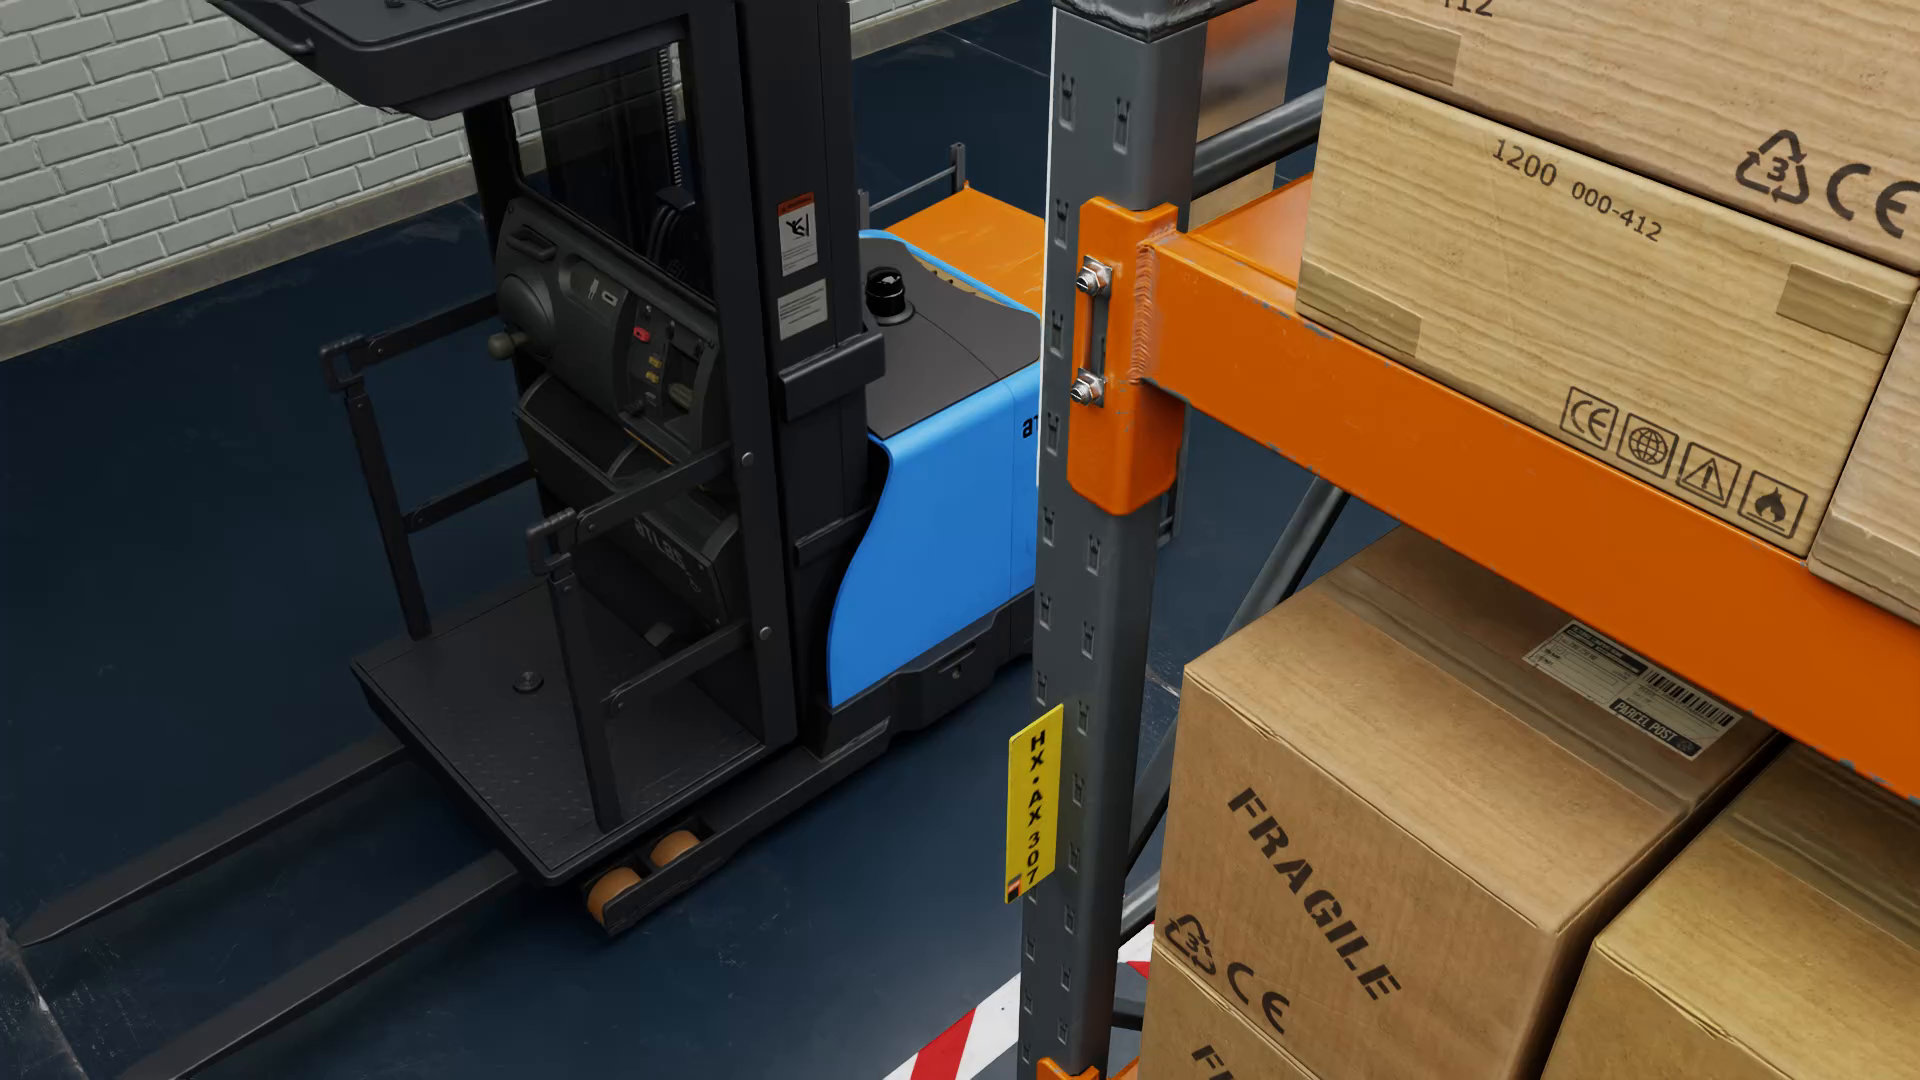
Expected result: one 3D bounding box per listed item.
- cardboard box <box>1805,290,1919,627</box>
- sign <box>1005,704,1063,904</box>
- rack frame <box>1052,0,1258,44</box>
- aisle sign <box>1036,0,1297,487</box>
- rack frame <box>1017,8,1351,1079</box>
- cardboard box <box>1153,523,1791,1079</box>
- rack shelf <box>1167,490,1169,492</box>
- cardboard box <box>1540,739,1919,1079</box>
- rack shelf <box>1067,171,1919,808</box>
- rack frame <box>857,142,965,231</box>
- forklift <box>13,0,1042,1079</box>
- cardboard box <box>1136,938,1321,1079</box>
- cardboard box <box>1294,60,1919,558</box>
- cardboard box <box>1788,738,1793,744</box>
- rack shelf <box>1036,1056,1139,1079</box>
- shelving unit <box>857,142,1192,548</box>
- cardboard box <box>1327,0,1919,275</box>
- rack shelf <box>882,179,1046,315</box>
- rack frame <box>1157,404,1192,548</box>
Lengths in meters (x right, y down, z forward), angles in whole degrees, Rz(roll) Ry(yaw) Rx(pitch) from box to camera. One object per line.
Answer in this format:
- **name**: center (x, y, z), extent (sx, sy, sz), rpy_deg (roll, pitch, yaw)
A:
- **cardboard box**: center (0.989, -0.062, 1.172), extent (0.500, 0.250, 0.500), rpy_deg (-30, 48, -32)
- **sign**: center (0.101, 0.358, 2.231), extent (0.100, 0.325, 0.005), rpy_deg (-30, 48, -32)
- **rack frame**: center (0.500, -1.870, 0.904), extent (1.000, 3.000, 0.127), rpy_deg (-30, 48, -32)
- **aisle sign**: center (0.238, -0.454, 1.856), extent (0.394, 0.787, 0.004), rpy_deg (-30, 48, -32)
- **rack frame**: center (0.500, 0.464, 2.788), extent (1.000, 3.000, 0.127), rpy_deg (-30, 48, -32)
- **cardboard box**: center (0.606, 0.353, 2.050), extent (0.500, 0.500, 0.500), rpy_deg (-28, 47, -31)
- **rack shelf**: center (0.208, -0.379, 5.713), extent (1.000, 0.278, 0.538), rpy_deg (30, 48, 32)
- **cardboard box**: center (0.965, 0.592, 1.754), extent (0.500, 0.500, 0.500), rpy_deg (-29, 47, -31)
- **rack shelf**: center (1.853, 0.502, 0.926), extent (1.077, 0.370, 4.000), rpy_deg (-30, 48, -32)
- **rack frame**: center (-0.164, -0.787, 5.829), extent (0.032, 1.125, 0.500), rpy_deg (30, 48, 32)
- **forklift**: center (-1.038, -0.468, 3.997), extent (3.031, 2.935, 1.130), rpy_deg (-30, 48, -32)
- **cardboard box**: center (0.606, 0.742, 2.364), extent (0.500, 0.500, 0.500), rpy_deg (-29, 47, -31)
- **cardboard box**: center (0.661, -0.299, 1.465), extent (0.500, 0.250, 0.500), rpy_deg (-30, 48, -32)
- **cardboard box**: center (1.004, 0.125, 2.333), extent (0.500, 0.500, 0.500), rpy_deg (-30, 48, -32)
- **rack shelf**: center (1.853, 1.669, 1.868), extent (1.077, 0.370, 4.000), rpy_deg (-30, 48, -32)
- **shelving unit**: center (0.208, -0.569, 5.559), extent (1.048, 1.125, 0.538), rpy_deg (30, 48, 32)
- **cardboard box**: center (0.656, -0.491, 1.305), extent (0.500, 0.250, 0.500), rpy_deg (-30, 48, -32)
- **rack shelf**: center (0.208, -0.797, 5.375), extent (1.000, 0.278, 0.538), rpy_deg (30, 48, 32)
- **rack frame**: center (0.580, -0.351, 5.290), extent (0.032, 1.125, 0.500), rpy_deg (30, 48, 32)
